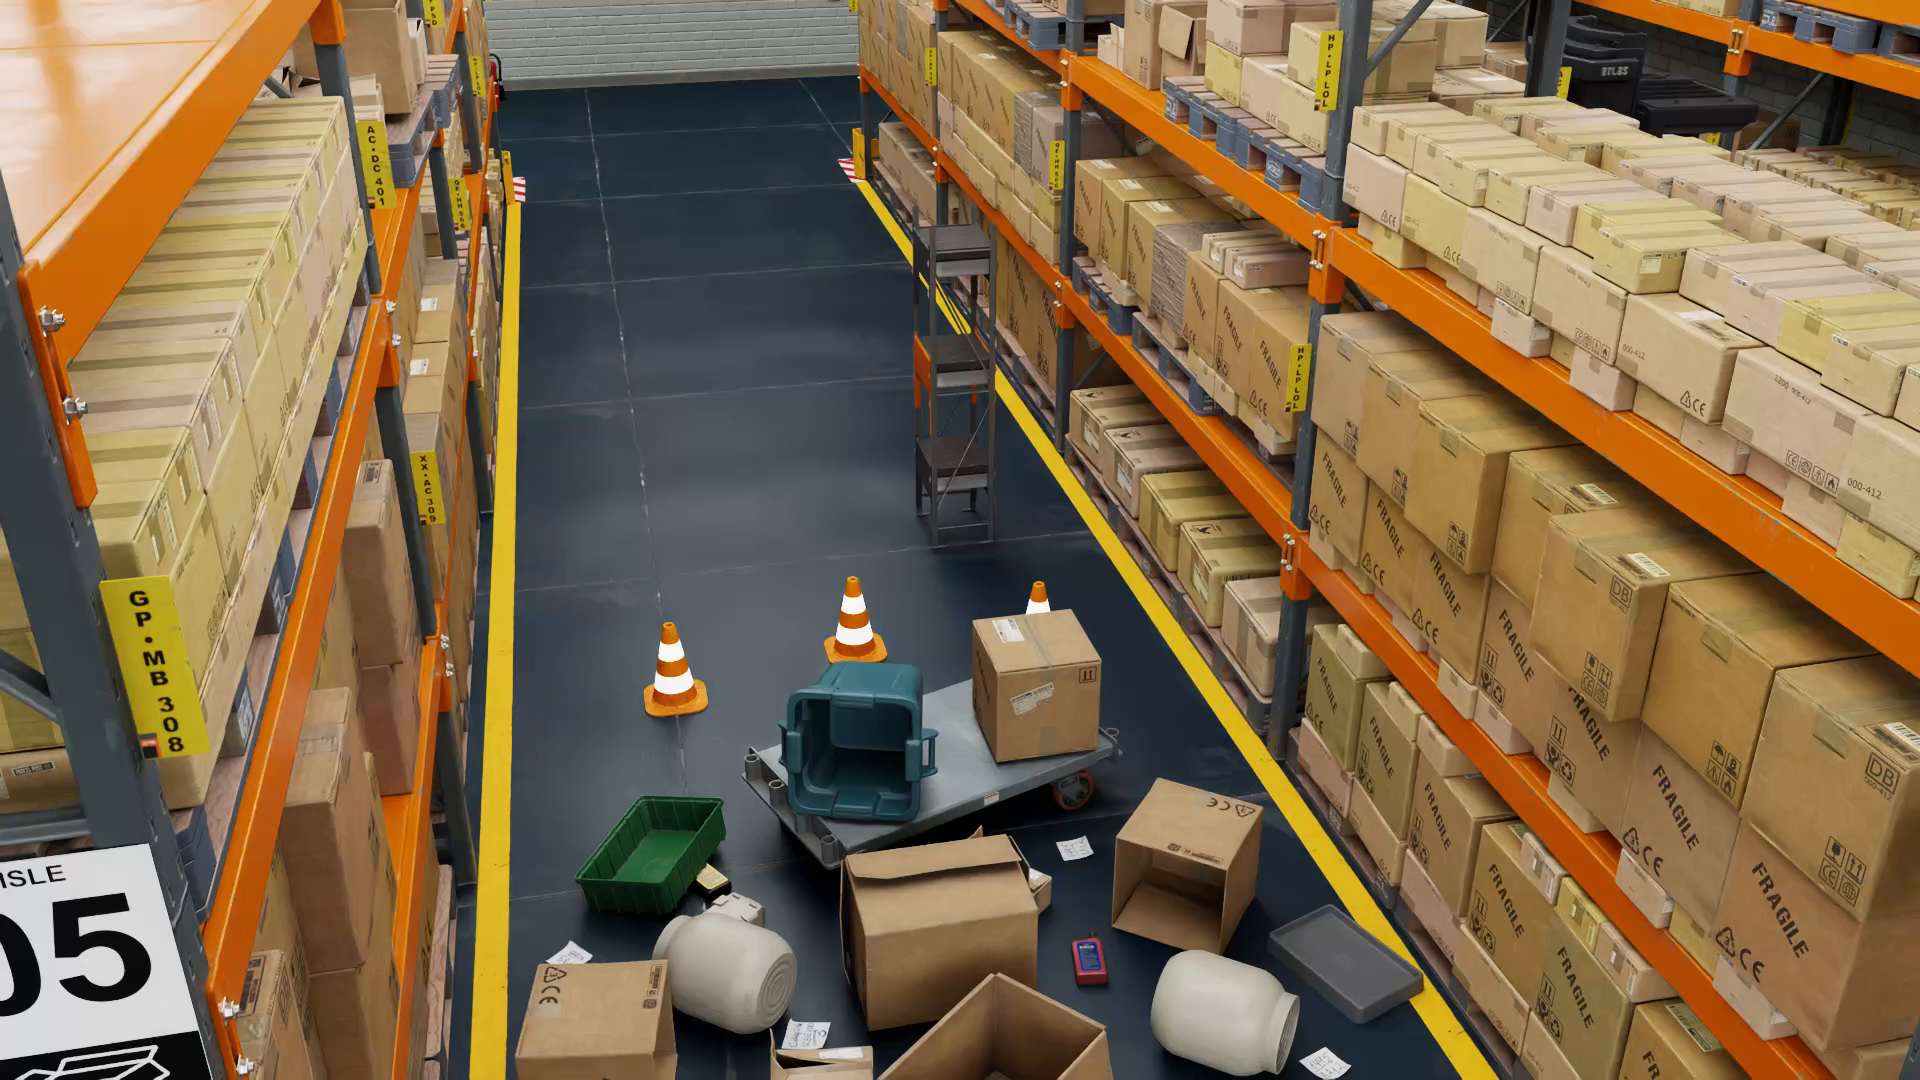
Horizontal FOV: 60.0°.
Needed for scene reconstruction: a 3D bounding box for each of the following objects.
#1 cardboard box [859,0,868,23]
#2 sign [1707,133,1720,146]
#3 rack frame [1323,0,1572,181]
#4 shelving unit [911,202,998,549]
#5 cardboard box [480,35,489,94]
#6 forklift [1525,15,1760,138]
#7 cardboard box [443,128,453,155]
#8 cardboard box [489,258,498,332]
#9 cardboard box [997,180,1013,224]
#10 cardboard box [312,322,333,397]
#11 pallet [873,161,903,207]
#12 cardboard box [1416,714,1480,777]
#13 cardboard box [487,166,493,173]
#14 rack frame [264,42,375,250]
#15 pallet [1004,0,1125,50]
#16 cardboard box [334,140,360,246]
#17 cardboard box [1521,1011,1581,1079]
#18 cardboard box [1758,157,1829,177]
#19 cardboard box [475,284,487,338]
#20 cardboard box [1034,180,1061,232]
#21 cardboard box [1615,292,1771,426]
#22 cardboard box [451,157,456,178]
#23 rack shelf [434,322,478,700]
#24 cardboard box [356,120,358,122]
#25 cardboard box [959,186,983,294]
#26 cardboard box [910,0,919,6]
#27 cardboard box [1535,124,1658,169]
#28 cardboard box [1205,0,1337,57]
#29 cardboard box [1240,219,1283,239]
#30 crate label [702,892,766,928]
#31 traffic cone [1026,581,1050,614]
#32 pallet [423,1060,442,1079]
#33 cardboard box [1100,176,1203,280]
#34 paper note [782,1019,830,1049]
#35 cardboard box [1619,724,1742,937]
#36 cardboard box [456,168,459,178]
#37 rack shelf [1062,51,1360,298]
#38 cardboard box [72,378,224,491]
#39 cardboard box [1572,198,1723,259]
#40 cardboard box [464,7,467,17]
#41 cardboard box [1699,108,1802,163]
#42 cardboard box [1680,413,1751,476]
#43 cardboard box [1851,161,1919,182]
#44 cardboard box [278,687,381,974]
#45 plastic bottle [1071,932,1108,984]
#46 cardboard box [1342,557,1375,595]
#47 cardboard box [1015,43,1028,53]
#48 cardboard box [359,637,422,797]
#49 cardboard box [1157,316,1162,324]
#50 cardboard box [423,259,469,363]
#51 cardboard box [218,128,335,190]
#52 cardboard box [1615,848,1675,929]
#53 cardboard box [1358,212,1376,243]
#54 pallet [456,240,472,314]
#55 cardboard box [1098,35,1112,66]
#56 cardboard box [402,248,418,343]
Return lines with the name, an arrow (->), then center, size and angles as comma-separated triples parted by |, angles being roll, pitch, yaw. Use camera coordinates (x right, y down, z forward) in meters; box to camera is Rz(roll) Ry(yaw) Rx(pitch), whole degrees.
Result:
cardboard box -> -0.787, -5.799, 17.690 | 0.500, 0.500, 0.500 | -7, 28, -13
sign -> 5.493, -2.964, 12.096 | 0.100, 0.325, 0.005 | -6, 27, -12
rack frame -> 2.086, -2.958, 6.624 | 1.000, 3.000, 0.127 | -6, 27, -12
shelving unit -> -0.037, -1.010, 10.421 | 0.431, 2.100, 0.503 | -6, 27, -12
cardboard box -> -4.831, -4.559, 16.013 | 0.500, 0.500, 0.500 | -6, 27, -11
forklift -> 4.688, -2.119, 11.694 | 3.031, 2.935, 1.130 | -4, 27, -7
cardboard box -> -4.007, -2.974, 12.467 | 0.380, 0.149, 0.250 | -7, 28, -13
cardboard box -> -4.104, -2.017, 13.726 | 0.500, 0.500, 0.500 | -6, 27, -13
cardboard box -> 0.590, -2.610, 12.759 | 0.500, 0.250, 0.500 | -6, 27, -12
cardboard box -> -2.031, -0.506, 4.795 | 0.380, 0.149, 0.250 | -6, 27, -12
pallet -> -0.362, -3.960, 18.362 | 1.003, 0.211, 1.213 | -6, 27, -12
cardboard box -> 2.107, 0.826, 6.817 | 0.380, 0.149, 0.250 | -4, 27, -9
cardboard box -> -4.872, -3.638, 16.666 | 0.380, 0.149, 0.250 | -7, 28, -14
rack frame -> -2.714, -2.411, 5.540 | 1.000, 3.000, 0.127 | -6, 27, -12
pallet -> 0.988, -3.568, 11.371 | 1.213, 0.211, 1.003 | -5, 27, -9
cardboard box -> -2.353, -1.180, 5.689 | 0.500, 0.250, 0.500 | -6, 27, -12
cardboard box -> 2.434, 1.960, 6.123 | 0.500, 0.250, 0.500 | -6, 27, -11
cardboard box -> 5.866, -2.589, 11.720 | 0.380, 0.149, 0.250 | -5, 27, -10
cardboard box -> -3.748, -1.664, 12.193 | 0.500, 0.250, 0.500 | -6, 27, -11
cardboard box -> 0.828, -2.379, 11.746 | 0.500, 0.250, 0.500 | -6, 27, -12
cardboard box -> 2.376, -0.574, 5.066 | 0.500, 0.250, 0.500 | -5, 27, -10
cardboard box -> -3.934, -2.720, 12.293 | 0.380, 0.149, 0.250 | -6, 27, -11
rack shelf -> -3.164, -0.290, 8.794 | 1.077, 0.370, 4.000 | -6, 27, -12
cardboard box -> -2.706, -1.672, 7.107 | 0.250, 0.149, 0.380 | -6, 27, -12
cardboard box -> 0.501, -2.767, 14.795 | 0.875, 0.875, 0.875 | -5, 27, -10
cardboard box -> -0.262, -5.128, 15.641 | 0.380, 0.149, 0.250 | -6, 27, -12
cardboard box -> 2.475, -1.516, 6.490 | 0.380, 0.149, 0.250 | -5, 27, -10
cardboard box -> 1.580, -2.650, 8.488 | 0.500, 0.250, 0.500 | -6, 27, -11
cardboard box -> 1.922, -1.543, 9.570 | 0.500, 0.500, 0.500 | -7, 28, -14
crate label -> -1.002, 1.676, 7.278 | 0.250, 0.136, 0.298 | 19, 32, 32
traffic cone -> 0.443, 0.450, 9.344 | 0.336, 0.463, 0.334 | -6, 27, -12
pallet -> -2.340, 2.390, 5.780 | 1.003, 0.211, 1.213 | -6, 27, -12
cardboard box -> 1.185, -1.952, 10.381 | 0.500, 0.500, 0.500 | -5, 27, -9
paper note -> -0.625, 2.006, 6.750 | 0.172, 0.023, 0.155 | 3, 27, 6
cardboard box -> 2.489, 0.868, 5.260 | 0.500, 0.500, 0.500 | -6, 27, -11
cardboard box -> -3.996, -2.711, 12.605 | 0.380, 0.149, 0.250 | -7, 28, -14
rack shelf -> 1.636, -2.176, 9.202 | 1.077, 0.370, 4.000 | -6, 27, -12
cardboard box -> -1.691, -0.193, 3.292 | 0.380, 0.149, 0.250 | -6, 27, -12
cardboard box -> 2.270, -1.017, 5.502 | 0.380, 0.149, 0.250 | -5, 27, -11
cardboard box -> -4.512, -4.318, 14.424 | 0.500, 0.500, 0.500 | -7, 28, -13
cardboard box -> 6.056, -3.016, 12.819 | 0.500, 0.500, 0.500 | -5, 27, -9
cardboard box -> 2.426, -0.328, 5.020 | 0.380, 0.149, 0.250 | -6, 27, -12
cardboard box -> 6.457, -2.530, 11.603 | 0.380, 0.149, 0.250 | -6, 27, -12
cardboard box -> -2.066, 0.815, 4.441 | 0.875, 0.550, 0.550 | -6, 27, -12
plastic bottle -> 0.550, 1.789, 7.138 | 0.133, 0.061, 0.283 | -1, 27, -3
cardboard box -> 1.952, 0.109, 7.485 | 0.380, 0.149, 0.250 | -5, 27, -10
cardboard box -> 0.753, -3.886, 13.899 | 0.500, 0.500, 0.500 | -5, 27, -11
cardboard box -> -2.473, 0.600, 6.066 | 0.875, 0.550, 0.550 | -6, 27, -12
cardboard box -> 1.399, -1.357, 9.922 | 0.380, 0.149, 0.250 | -5, 27, -10
cardboard box -> -3.252, -1.363, 10.011 | 0.500, 0.500, 0.500 | -6, 27, -12
cardboard box -> -2.208, -1.199, 5.284 | 0.380, 0.149, 0.250 | -6, 27, -12
cardboard box -> 2.405, 1.121, 5.479 | 0.380, 0.149, 0.250 | -5, 27, -11
cardboard box -> 1.916, -1.343, 7.033 | 0.380, 0.149, 0.250 | -6, 27, -12
pallet -> -3.879, -1.705, 11.013 | 1.213, 0.211, 1.003 | -6, 27, -12
cardboard box -> 1.090, -3.107, 10.527 | 0.380, 0.149, 0.250 | -6, 27, -12
cardboard box -> -3.291, -1.335, 8.845 | 0.700, 0.500, 0.500 | -6, 27, -12
